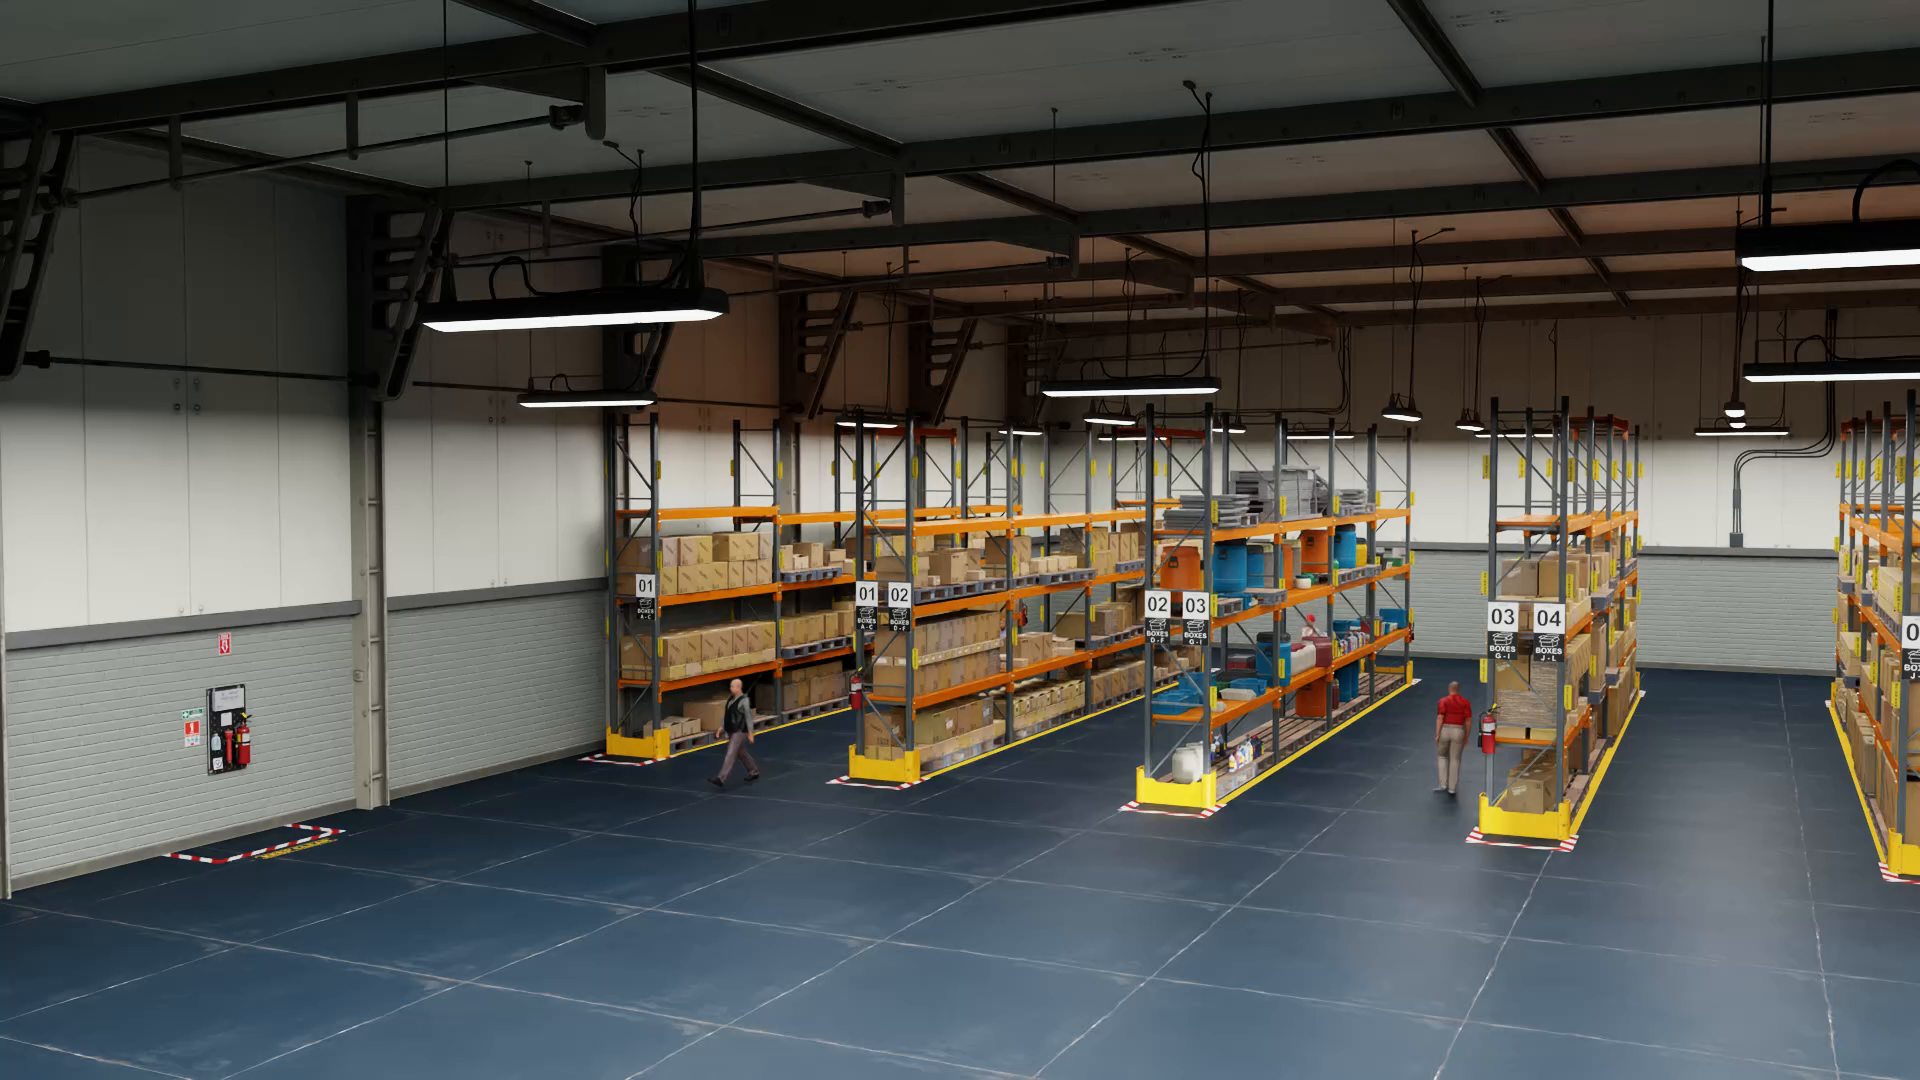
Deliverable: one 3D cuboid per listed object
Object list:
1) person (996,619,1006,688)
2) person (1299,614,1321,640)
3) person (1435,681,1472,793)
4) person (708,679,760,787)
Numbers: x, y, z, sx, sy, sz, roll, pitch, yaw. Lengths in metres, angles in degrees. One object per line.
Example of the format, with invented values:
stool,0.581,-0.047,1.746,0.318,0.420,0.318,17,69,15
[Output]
person,0.946,2.602,37.912,0.503,1.576,1.051,1,3,32
person,7.771,2.535,37.305,0.658,1.731,0.978,2,3,43
person,7.644,3.088,25.784,0.543,1.784,0.600,1,3,18
person,-3.608,3.040,26.323,1.055,1.656,0.591,-2,3,-33
